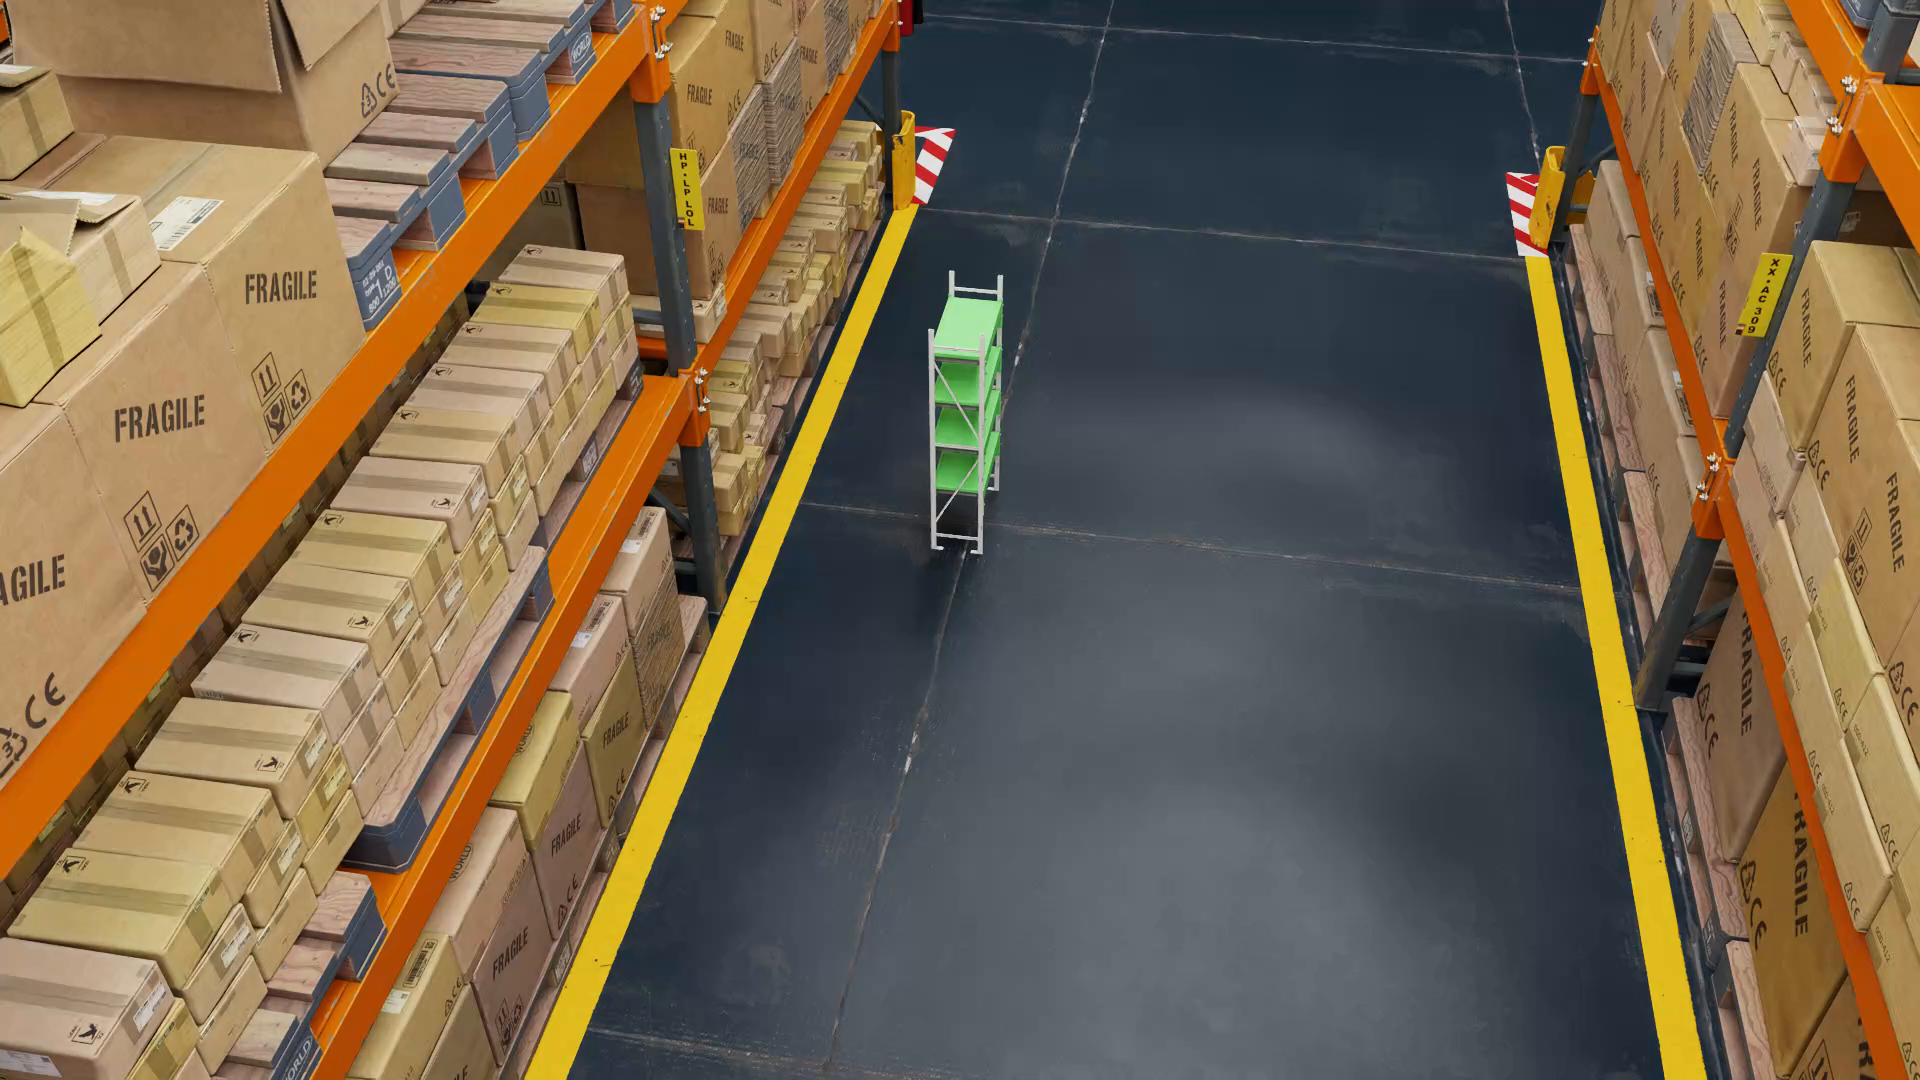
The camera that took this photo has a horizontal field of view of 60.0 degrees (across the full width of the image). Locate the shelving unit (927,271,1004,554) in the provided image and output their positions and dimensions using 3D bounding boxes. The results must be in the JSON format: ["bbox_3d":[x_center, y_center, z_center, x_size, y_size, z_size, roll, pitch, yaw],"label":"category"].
[{"bbox_3d":[0.029,-0.566,7.590,0.258,1.200,0.503,6,40,8],"label":"shelving unit"}]

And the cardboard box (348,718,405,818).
[{"bbox_3d":[-1.789,0.605,4.628,0.380,0.149,0.250,8,40,9],"label":"cardboard box"}]

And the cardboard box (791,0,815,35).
[{"bbox_3d":[-0.954,-2.663,7.618,0.500,0.500,0.500,5,40,6],"label":"cardboard box"}]

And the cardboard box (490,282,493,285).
[{"bbox_3d":[-1.798,-1.189,7.128,0.380,0.149,0.250,5,40,6],"label":"cardboard box"}]

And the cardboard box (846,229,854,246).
[{"bbox_3d":[-0.823,-1.798,9.575,0.380,0.149,0.250,6,40,7],"label":"cardboard box"}]

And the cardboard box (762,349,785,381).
[{"bbox_3d":[-1.094,-0.941,8.306,0.380,0.149,0.250,8,40,10],"label":"cardboard box"}]

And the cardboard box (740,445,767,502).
[{"bbox_3d":[-1.129,-0.330,7.800,0.380,0.149,0.250,8,40,9],"label":"cardboard box"}]

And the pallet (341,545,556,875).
[{"bbox_3d":[-1.944,0.431,5.122,1.003,0.211,1.213,6,40,8],"label":"pallet"}]

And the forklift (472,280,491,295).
[{"bbox_3d":[-2.676,-2.566,8.650,1.130,2.935,3.031,4,40,5],"label":"forklift"}]

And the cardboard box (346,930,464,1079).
[{"bbox_3d":[-1.801,1.392,4.853,0.500,0.250,0.500,6,40,7],"label":"cardboard box"}]

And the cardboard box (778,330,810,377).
[{"bbox_3d":[-0.990,-0.982,8.588,0.380,0.149,0.250,5,40,6],"label":"cardboard box"}]

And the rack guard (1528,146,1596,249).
[{"bbox_3d":[4.035,-1.986,9.857,1.175,0.500,0.348,6,40,8],"label":"rack guard"}]

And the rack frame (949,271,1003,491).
[{"bbox_3d":[0.071,-0.719,7.775,0.240,1.200,0.015,6,40,8],"label":"rack frame"}]

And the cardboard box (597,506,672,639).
[{"bbox_3d":[-1.434,0.101,6.414,0.500,0.250,0.500,5,40,6],"label":"cardboard box"}]

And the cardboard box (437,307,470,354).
[{"bbox_3d":[-2.076,-0.775,6.298,0.380,0.149,0.250,5,40,6],"label":"cardboard box"}]

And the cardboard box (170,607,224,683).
[{"bbox_3d":[-2.388,0.254,4.820,0.380,0.149,0.250,7,40,9],"label":"cardboard box"}]

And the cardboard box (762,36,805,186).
[{"bbox_3d":[-1.019,-1.966,7.559,0.500,0.500,0.500,6,40,7],"label":"cardboard box"}]

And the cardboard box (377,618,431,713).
[{"bbox_3d":[-1.744,0.334,4.723,0.380,0.149,0.250,6,40,7],"label":"cardboard box"}]

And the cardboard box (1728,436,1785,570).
[{"bbox_3d":[3.002,-0.120,5.755,0.500,0.250,0.500,6,40,7],"label":"cardboard box"}]

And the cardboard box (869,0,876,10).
[{"bbox_3d":[-0.686,-3.260,9.124,0.500,0.500,0.500,7,40,9],"label":"cardboard box"}]

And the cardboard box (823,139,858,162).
[{"bbox_3d":[-0.804,-2.198,9.592,0.380,0.149,0.250,7,40,9],"label":"cardboard box"}]

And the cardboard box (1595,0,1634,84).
[{"bbox_3d":[3.665,-2.704,8.684,0.500,0.500,0.500,6,40,7],"label":"cardboard box"}]

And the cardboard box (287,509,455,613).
[{"bbox_3d":[-1.703,0.059,4.822,0.380,0.149,0.250,6,40,7],"label":"cardboard box"}]

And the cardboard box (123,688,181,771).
[{"bbox_3d":[-2.433,0.536,4.712,0.380,0.149,0.250,5,40,6],"label":"cardboard box"}]

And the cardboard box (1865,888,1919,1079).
[{"bbox_3d":[2.654,1.161,4.206,0.500,0.250,0.500,6,40,7],"label":"cardboard box"}]

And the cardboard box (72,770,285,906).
[{"bbox_3d":[-1.885,0.718,4.025,0.380,0.149,0.250,6,40,7],"label":"cardboard box"}]

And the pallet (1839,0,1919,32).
[{"bbox_3d":[3.490,-2.059,5.698,1.003,0.211,1.213,6,40,8],"label":"pallet"}]

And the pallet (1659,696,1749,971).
[{"bbox_3d":[3.279,1.143,6.299,1.003,0.211,1.213,6,40,8],"label":"pallet"}]

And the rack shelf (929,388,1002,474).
[{"bbox_3d":[0.029,-0.517,7.631,0.258,0.148,0.480,6,40,8],"label":"rack shelf"}]

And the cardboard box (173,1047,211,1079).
[{"bbox_3d":[-1.970,1.280,3.812,0.380,0.149,0.250,6,40,7],"label":"cardboard box"}]

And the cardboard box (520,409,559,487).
[{"bbox_3d":[-1.562,-0.322,5.516,0.380,0.149,0.250,5,40,6],"label":"cardboard box"}]

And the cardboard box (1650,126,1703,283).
[{"bbox_3d":[3.323,-1.423,7.135,0.500,0.500,0.500,6,40,7],"label":"cardboard box"}]

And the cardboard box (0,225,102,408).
[{"bbox_3d":[-1.816,-0.433,2.983,0.396,0.266,0.258,6,40,8],"label":"cardboard box"}]

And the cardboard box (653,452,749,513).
[{"bbox_3d":[-1.176,-0.277,7.502,0.380,0.149,0.250,8,40,10],"label":"cardboard box"}]

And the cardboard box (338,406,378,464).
[{"bbox_3d":[-2.207,-0.402,5.613,0.380,0.149,0.250,5,40,6],"label":"cardboard box"}]

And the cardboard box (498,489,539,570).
[{"bbox_3d":[-1.604,-0.049,5.420,0.380,0.149,0.250,5,40,6],"label":"cardboard box"}]

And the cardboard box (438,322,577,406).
[{"bbox_3d":[-1.524,-0.597,5.616,0.380,0.149,0.250,5,40,6],"label":"cardboard box"}]

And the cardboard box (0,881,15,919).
[{"bbox_3d":[-2.565,0.896,4.043,0.380,0.149,0.250,8,40,9],"label":"cardboard box"}]

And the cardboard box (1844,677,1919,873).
[{"bbox_3d":[2.723,0.647,4.435,0.500,0.250,0.500,5,40,6],"label":"cardboard box"}]

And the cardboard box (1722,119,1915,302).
[{"bbox_3d":[3.148,-1.175,6.051,0.500,0.500,0.500,6,40,7],"label":"cardboard box"}]

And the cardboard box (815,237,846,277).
[{"bbox_3d":[-0.837,-1.579,9.077,0.380,0.149,0.250,7,40,8],"label":"cardboard box"}]

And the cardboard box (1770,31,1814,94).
[{"bbox_3d":[3.310,-1.796,6.293,0.380,0.149,0.250,6,40,7],"label":"cardboard box"}]

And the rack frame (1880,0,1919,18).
[{"bbox_3d":[3.339,-2.736,4.094,1.000,3.000,0.127,6,40,8],"label":"rack frame"}]

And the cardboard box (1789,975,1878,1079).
[{"bbox_3d":[3.006,1.759,4.703,0.875,0.875,0.875,7,40,8],"label":"cardboard box"}]

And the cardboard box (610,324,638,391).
[{"bbox_3d":[-1.428,-0.701,6.208,0.380,0.149,0.250,6,40,7],"label":"cardboard box"}]

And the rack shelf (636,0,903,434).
[{"bbox_3d":[-1.208,-1.885,8.337,1.077,0.370,4.000,6,40,8],"label":"rack shelf"}]

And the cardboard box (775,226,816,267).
[{"bbox_3d":[-0.978,-1.538,8.794,0.380,0.149,0.250,5,40,6],"label":"cardboard box"}]

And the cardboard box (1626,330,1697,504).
[{"bbox_3d":[3.707,-0.543,7.831,0.875,0.438,0.875,5,40,6],"label":"cardboard box"}]

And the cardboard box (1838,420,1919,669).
[{"bbox_3d":[2.829,0.033,4.590,0.500,0.500,0.500,5,40,7],"label":"cardboard box"}]

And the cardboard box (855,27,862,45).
[{"bbox_3d":[-0.749,-2.774,9.045,0.380,0.149,0.250,6,40,7],"label":"cardboard box"}]

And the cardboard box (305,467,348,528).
[{"bbox_3d":[-2.253,-0.127,5.514,0.380,0.149,0.250,5,40,6],"label":"cardboard box"}]

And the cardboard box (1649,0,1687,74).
[{"bbox_3d":[3.503,-2.440,7.581,0.500,0.500,0.500,6,40,7],"label":"cardboard box"}]

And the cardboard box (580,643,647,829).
[{"bbox_3d":[-1.523,0.709,6.267,0.500,0.500,0.500,6,40,7],"label":"cardboard box"}]

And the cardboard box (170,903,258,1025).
[{"bbox_3d":[-1.920,0.972,3.951,0.380,0.149,0.250,8,40,10],"label":"cardboard box"}]

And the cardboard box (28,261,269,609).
[{"bbox_3d":[-1.806,-0.235,3.344,0.500,0.500,0.500,6,40,8],"label":"cardboard box"}]

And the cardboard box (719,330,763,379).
[{"bbox_3d":[-1.167,-0.889,8.009,0.380,0.149,0.250,5,40,7],"label":"cardboard box"}]

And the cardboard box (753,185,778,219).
[{"bbox_3d":[-1.056,-1.616,7.645,0.380,0.149,0.250,7,40,8],"label":"cardboard box"}]

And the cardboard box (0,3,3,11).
[{"bbox_3d":[-5.642,-3.030,9.354,0.380,0.149,0.250,6,40,7],"label":"cardboard box"}]

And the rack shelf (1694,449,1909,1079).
[{"bbox_3d":[2.992,1.108,4.717,1.077,0.370,4.000,6,40,8],"label":"rack shelf"}]

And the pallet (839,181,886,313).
[{"bbox_3d":[-1.051,-1.789,9.845,1.003,0.211,1.213,6,40,8],"label":"pallet"}]
